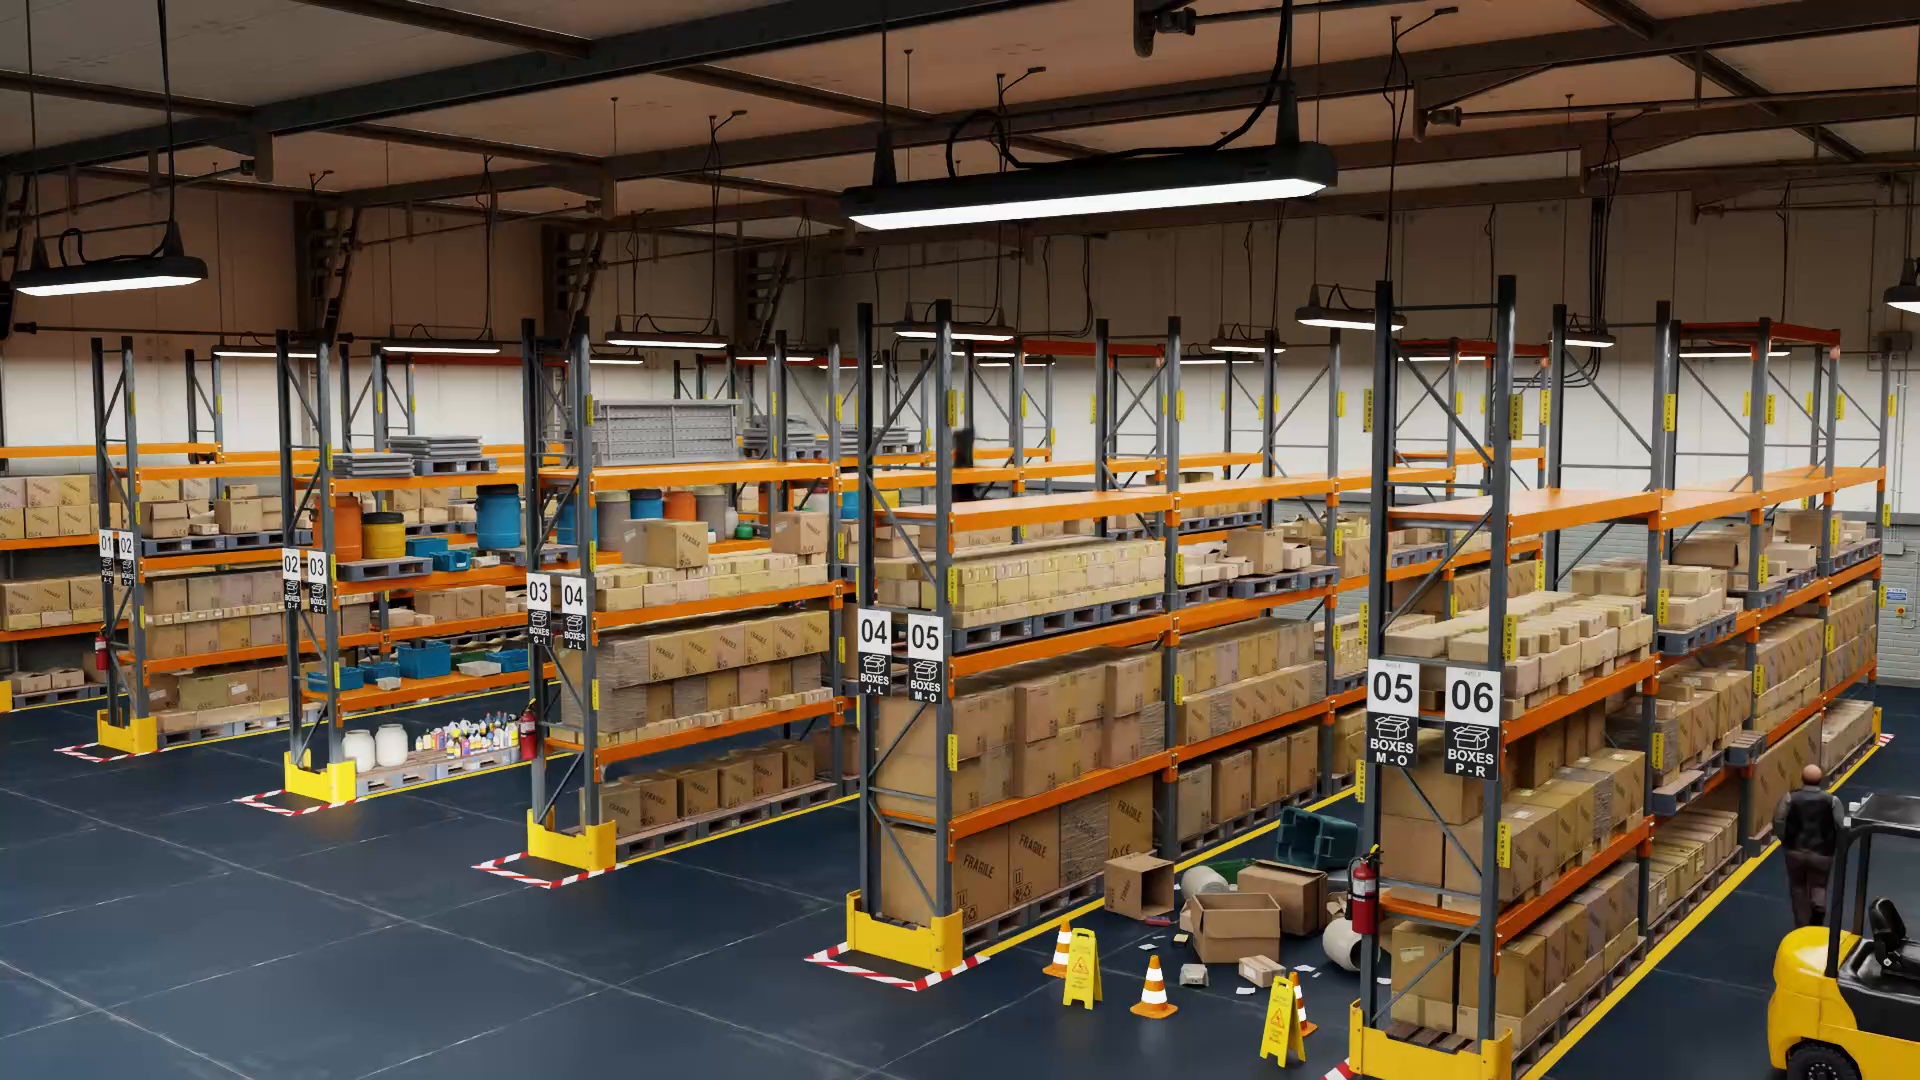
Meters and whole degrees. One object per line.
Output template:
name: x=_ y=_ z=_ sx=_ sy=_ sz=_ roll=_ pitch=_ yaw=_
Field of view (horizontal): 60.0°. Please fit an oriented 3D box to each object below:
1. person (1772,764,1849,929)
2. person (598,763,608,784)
person: x=8.032 y=2.970 z=15.734 sx=0.648 sy=1.666 sz=0.639 roll=3 pitch=6 yaw=28
person: x=-4.856 y=2.332 z=22.452 sx=0.685 sy=1.756 sz=0.987 roll=0 pitch=5 yaw=0
